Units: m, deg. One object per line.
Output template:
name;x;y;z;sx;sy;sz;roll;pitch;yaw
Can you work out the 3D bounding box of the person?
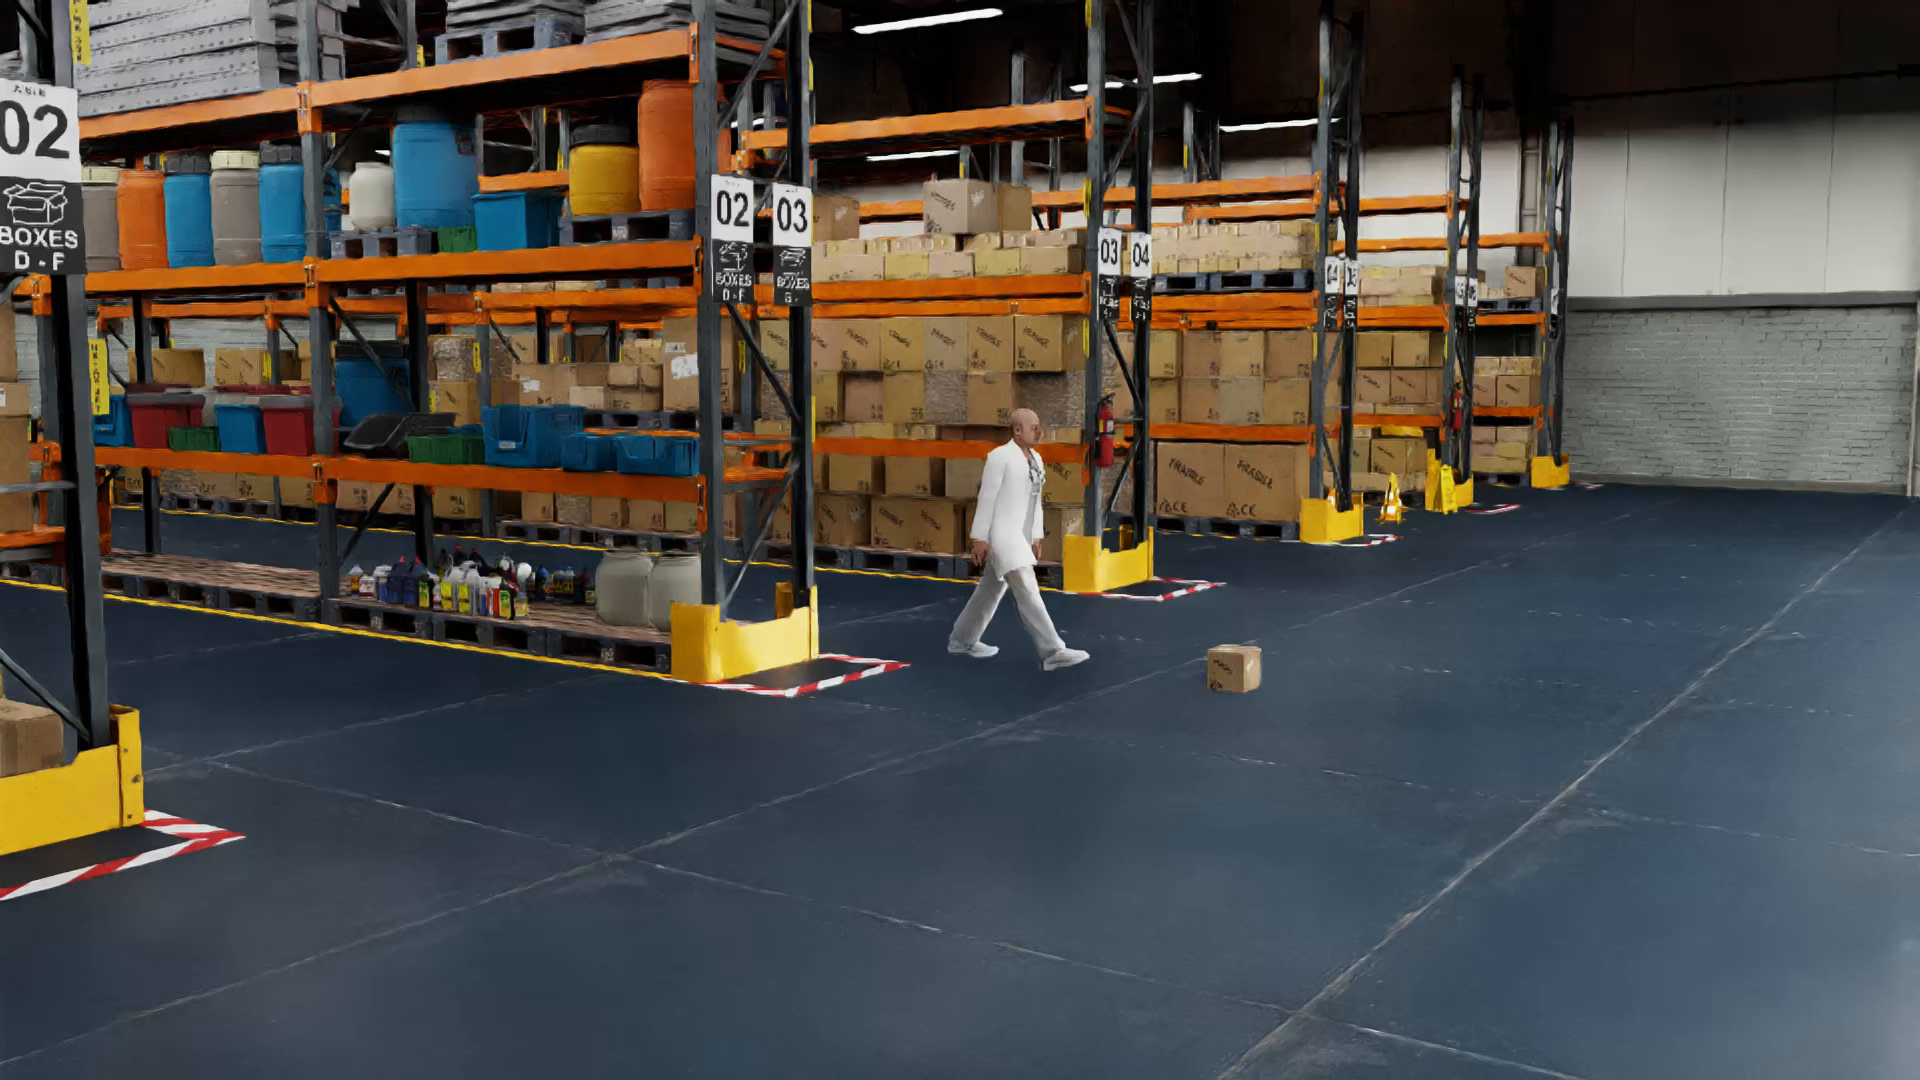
person;0.401;-0.022;11.022;1.177;1.699;0.595;4;7;31
